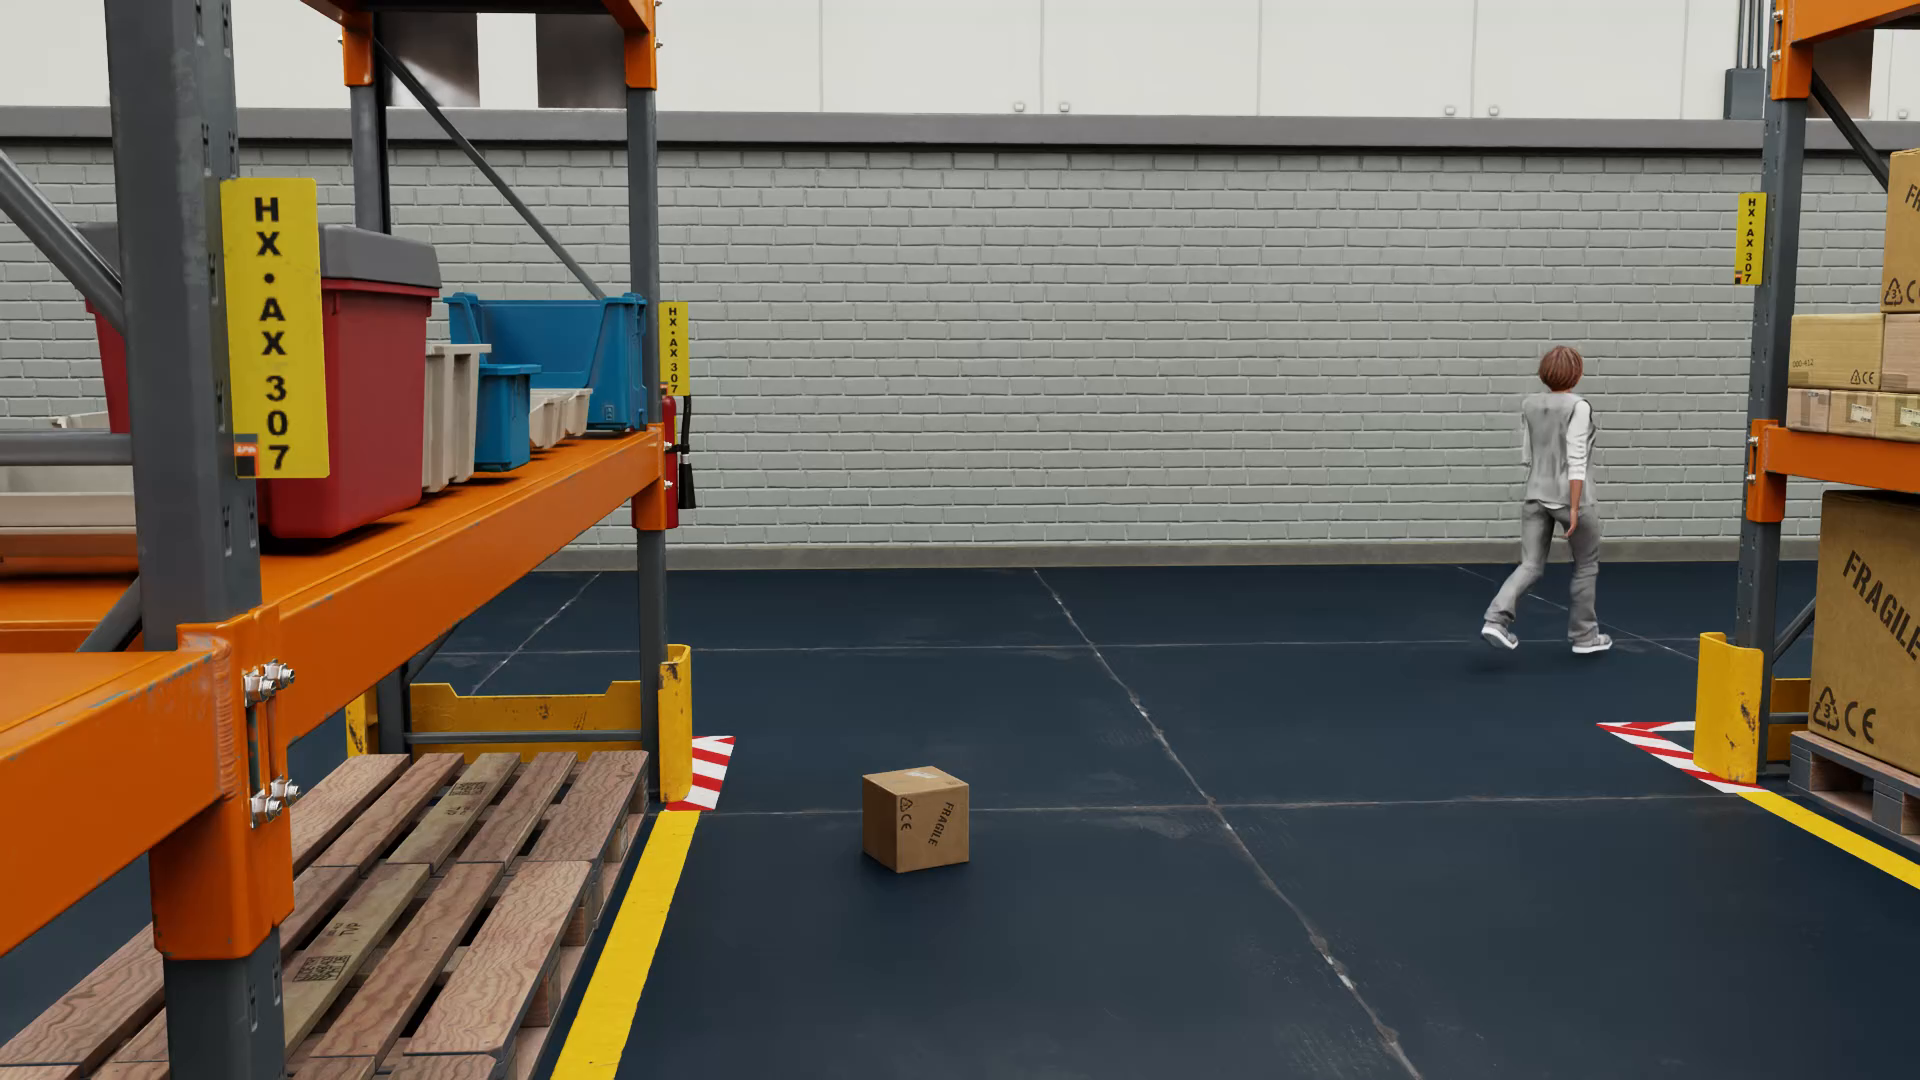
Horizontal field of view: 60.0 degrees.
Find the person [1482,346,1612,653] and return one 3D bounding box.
[{"bbox_3d":[2.948,-0.189,8.281,0.896,1.549,0.419,-5,9,-36],"label":"person"}]
